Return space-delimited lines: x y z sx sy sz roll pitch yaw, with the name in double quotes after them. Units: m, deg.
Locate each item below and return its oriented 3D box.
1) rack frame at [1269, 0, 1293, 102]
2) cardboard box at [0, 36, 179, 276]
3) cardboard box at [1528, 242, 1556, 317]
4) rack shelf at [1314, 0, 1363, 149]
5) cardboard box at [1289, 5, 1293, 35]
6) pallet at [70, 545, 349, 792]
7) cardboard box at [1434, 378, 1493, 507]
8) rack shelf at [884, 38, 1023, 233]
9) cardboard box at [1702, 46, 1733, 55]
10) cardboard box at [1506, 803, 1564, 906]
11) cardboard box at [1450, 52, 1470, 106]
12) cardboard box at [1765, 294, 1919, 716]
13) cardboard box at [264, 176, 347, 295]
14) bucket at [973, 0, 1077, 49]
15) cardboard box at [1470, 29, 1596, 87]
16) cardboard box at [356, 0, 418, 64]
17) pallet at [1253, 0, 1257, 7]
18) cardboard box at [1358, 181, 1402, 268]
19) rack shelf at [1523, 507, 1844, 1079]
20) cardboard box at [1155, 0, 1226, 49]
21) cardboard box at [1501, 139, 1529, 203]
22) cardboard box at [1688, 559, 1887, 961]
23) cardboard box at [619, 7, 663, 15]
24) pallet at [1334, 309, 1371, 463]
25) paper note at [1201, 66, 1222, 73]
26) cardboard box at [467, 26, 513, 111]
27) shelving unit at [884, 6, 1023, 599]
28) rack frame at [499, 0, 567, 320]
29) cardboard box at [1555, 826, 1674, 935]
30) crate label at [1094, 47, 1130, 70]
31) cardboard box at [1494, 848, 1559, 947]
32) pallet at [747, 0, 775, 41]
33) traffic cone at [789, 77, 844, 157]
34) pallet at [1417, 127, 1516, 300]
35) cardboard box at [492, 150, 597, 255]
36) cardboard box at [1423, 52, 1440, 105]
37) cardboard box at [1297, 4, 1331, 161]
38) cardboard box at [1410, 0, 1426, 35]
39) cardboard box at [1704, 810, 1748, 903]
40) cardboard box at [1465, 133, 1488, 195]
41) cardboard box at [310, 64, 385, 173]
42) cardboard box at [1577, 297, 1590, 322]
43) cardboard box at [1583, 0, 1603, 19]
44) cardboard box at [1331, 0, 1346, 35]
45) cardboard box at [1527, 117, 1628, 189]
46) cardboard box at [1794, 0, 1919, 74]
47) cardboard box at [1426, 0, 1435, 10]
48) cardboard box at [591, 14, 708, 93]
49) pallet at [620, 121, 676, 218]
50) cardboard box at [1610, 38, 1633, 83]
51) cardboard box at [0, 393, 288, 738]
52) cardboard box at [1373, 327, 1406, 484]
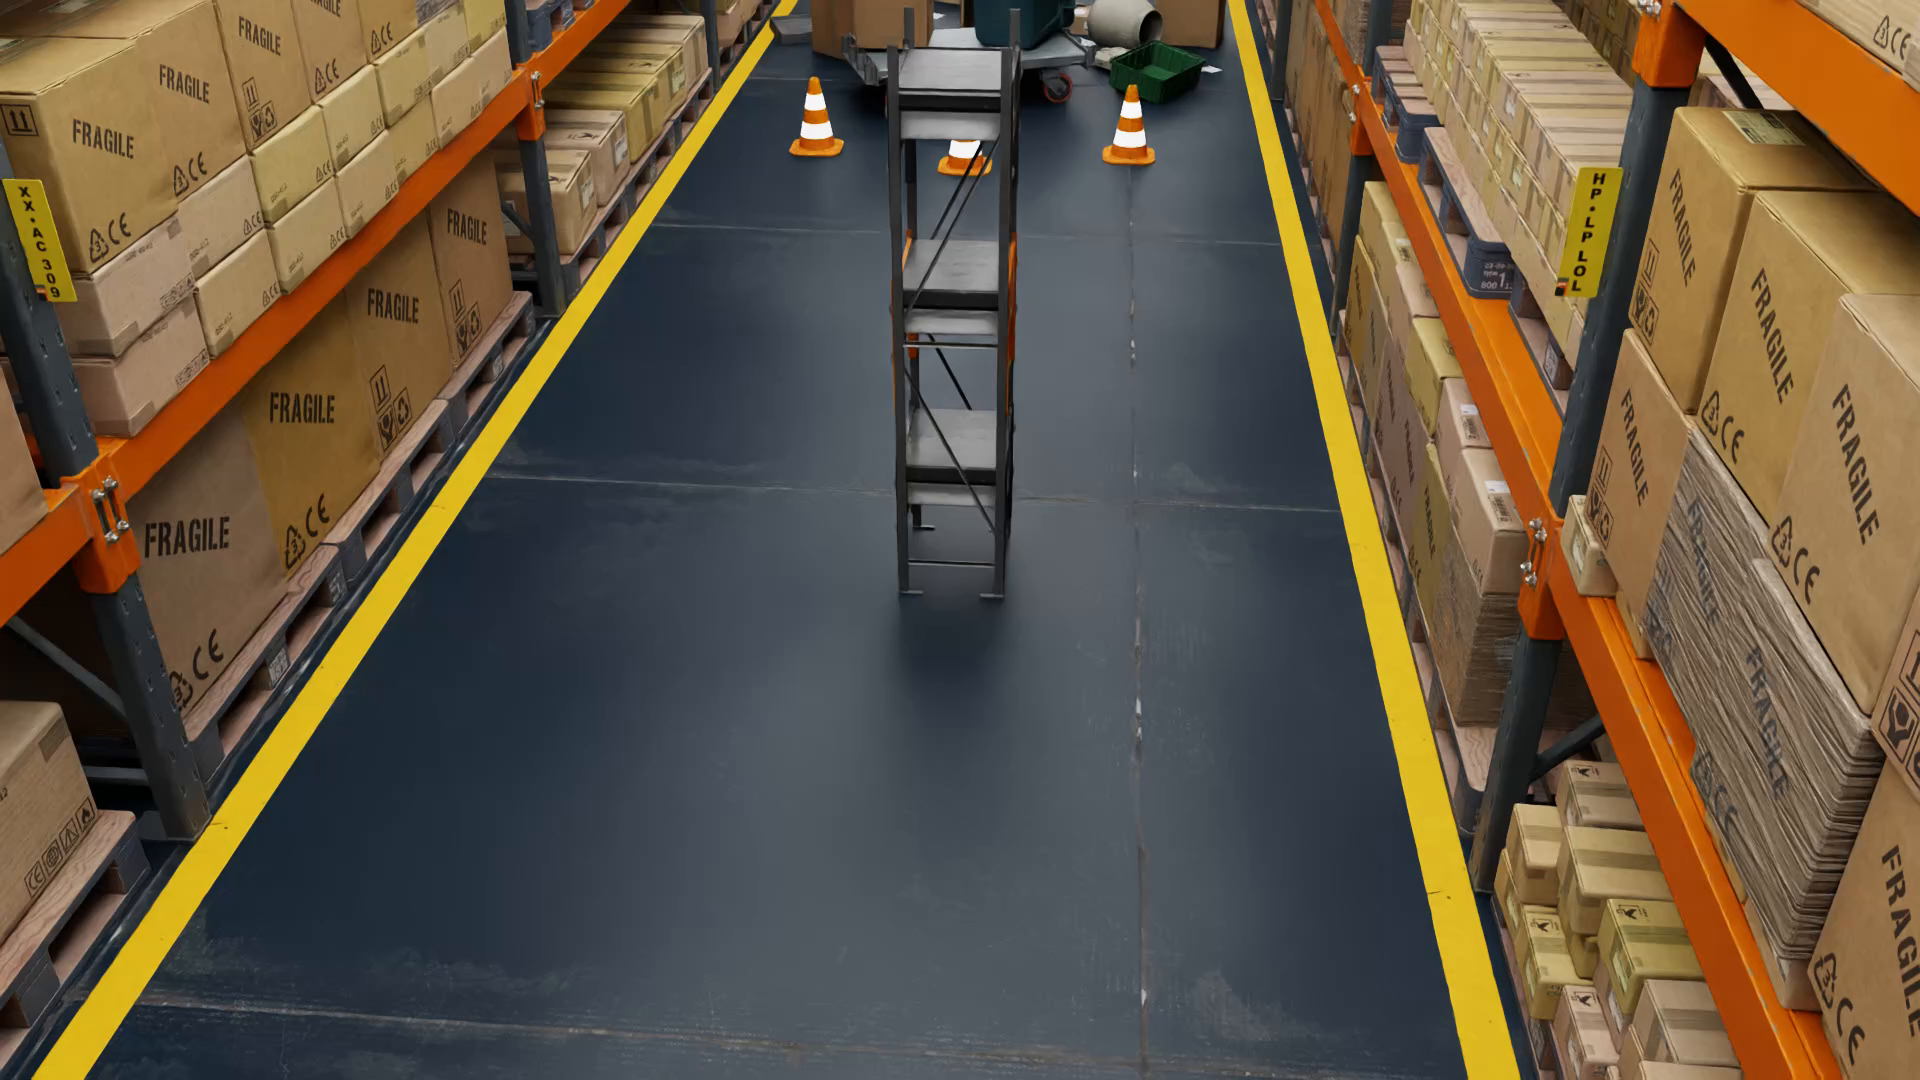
2.707 -4.402 11.034 1.000 3.000 0.127 2 32 4 "rack frame"
-2.564 -1.063 4.568 0.500 0.500 0.500 3 32 5 "cardboard box"
1.934 -0.773 4.984 0.380 0.149 0.250 2 32 4 "cardboard box"
2.544 -3.050 9.525 1.077 0.370 4.000 2 32 4 "rack shelf"
2.828 -4.002 12.010 0.875 0.875 0.875 3 32 5 "cardboard box"
-2.898 0.403 5.895 1.003 0.211 1.213 2 32 4 "pallet"
1.920 -0.321 5.679 0.500 0.250 0.500 4 32 6 "cardboard box"
-0.014 -1.392 5.699 0.431 0.518 0.480 2 32 4 "rack shelf"
2.691 -1.683 5.895 0.380 0.149 0.250 4 32 6 "cardboard box"
1.707 0.866 4.520 0.380 0.149 0.250 4 32 6 "cardboard box"
2.062 -1.721 6.239 0.380 0.149 0.250 3 32 4 "cardboard box"
1.677 -0.054 2.647 0.500 0.500 0.500 3 32 5 "cardboard box"
-2.489 -1.070 5.770 0.500 0.250 0.500 2 32 4 "cardboard box"
0.420 -3.825 11.769 0.726 0.611 0.620 14 44 21 "bucket"
2.045 -1.715 5.945 0.380 0.149 0.250 3 32 5 "cardboard box"
-2.422 -2.127 6.295 0.500 0.500 0.500 2 32 4 "cardboard box"
3.046 -4.885 14.475 1.003 0.211 1.213 2 32 4 "pallet"
2.084 -1.394 7.420 0.500 0.250 0.500 1 32 2 "cardboard box"
1.893 1.133 2.737 1.077 0.370 4.000 2 32 4 "rack shelf"
1.811 -4.194 13.077 0.500 0.500 0.500 8 32 12 "cardboard box"
1.975 -1.180 5.362 0.380 0.149 0.250 1 32 1 "cardboard box"
1.654 0.381 2.893 0.500 0.500 0.500 2 32 3 "cardboard box"
-2.454 -3.889 12.422 0.500 0.250 0.500 4 32 6 "cardboard box"
2.316 -0.715 7.708 1.003 0.211 1.213 2 32 4 "pallet"
1.859 -3.528 12.446 0.147 0.020 0.142 -20 37 -29 "paper note"
-2.343 -2.129 7.489 0.500 0.250 0.500 1 32 2 "cardboard box"
-0.013 -0.807 6.059 0.431 2.100 0.503 2 32 4 "shelving unit"
-2.560 -2.469 7.897 1.000 3.000 0.127 2 32 4 "rack frame"
1.740 0.876 4.220 0.380 0.149 0.250 4 32 6 "cardboard box"
1.165 -3.601 12.463 0.298 0.136 0.250 -20 37 -29 "crate label"
1.706 0.993 4.597 0.380 0.149 0.250 1 32 2 "cardboard box"
-2.118 -4.366 13.633 1.003 0.211 1.213 2 32 4 "pallet"
-0.940 -2.772 10.807 0.336 0.463 0.334 2 32 4 "traffic cone"
2.261 -1.192 6.008 1.003 0.211 1.213 2 32 4 "pallet"
-2.504 -1.824 8.955 0.950 0.372 0.625 0 32 1 "cardboard box"
2.100 -1.875 6.773 0.380 0.149 0.250 4 32 6 "cardboard box"
2.664 -2.790 10.163 1.050 0.750 0.750 2 32 4 "cardboard box"
2.142 -2.265 7.121 0.380 0.149 0.250 4 32 6 "cardboard box"
1.677 0.573 3.200 0.380 0.149 0.250 3 32 5 "cardboard box"
2.015 -1.327 5.884 0.380 0.149 0.250 1 32 2 "cardboard box"
-2.448 -1.545 6.065 0.500 0.250 0.500 2 32 2 "cardboard box"
1.891 -0.634 4.475 0.380 0.149 0.250 3 32 5 "cardboard box"
2.776 -2.228 6.779 0.380 0.149 0.250 2 32 3 "cardboard box"
2.193 -2.861 8.437 0.500 0.500 0.500 2 32 4 "cardboard box"
1.959 -1.175 5.069 0.380 0.149 0.250 2 32 4 "cardboard box"
1.724 -0.939 2.698 0.500 0.250 0.500 2 32 3 "cardboard box"
2.132 -2.261 6.832 0.380 0.149 0.250 2 32 3 "cardboard box"
-2.275 -3.346 11.425 0.950 0.372 0.625 3 32 5 "cardboard box"
-2.393 -2.326 10.324 1.003 0.211 1.213 2 32 4 "pallet"
2.735 -1.823 6.404 0.380 0.149 0.250 3 32 4 "cardboard box"
-2.915 0.021 5.482 0.875 0.875 0.875 3 32 6 "cardboard box"
1.995 -0.534 6.740 0.500 0.500 0.500 2 32 3 "cardboard box"
